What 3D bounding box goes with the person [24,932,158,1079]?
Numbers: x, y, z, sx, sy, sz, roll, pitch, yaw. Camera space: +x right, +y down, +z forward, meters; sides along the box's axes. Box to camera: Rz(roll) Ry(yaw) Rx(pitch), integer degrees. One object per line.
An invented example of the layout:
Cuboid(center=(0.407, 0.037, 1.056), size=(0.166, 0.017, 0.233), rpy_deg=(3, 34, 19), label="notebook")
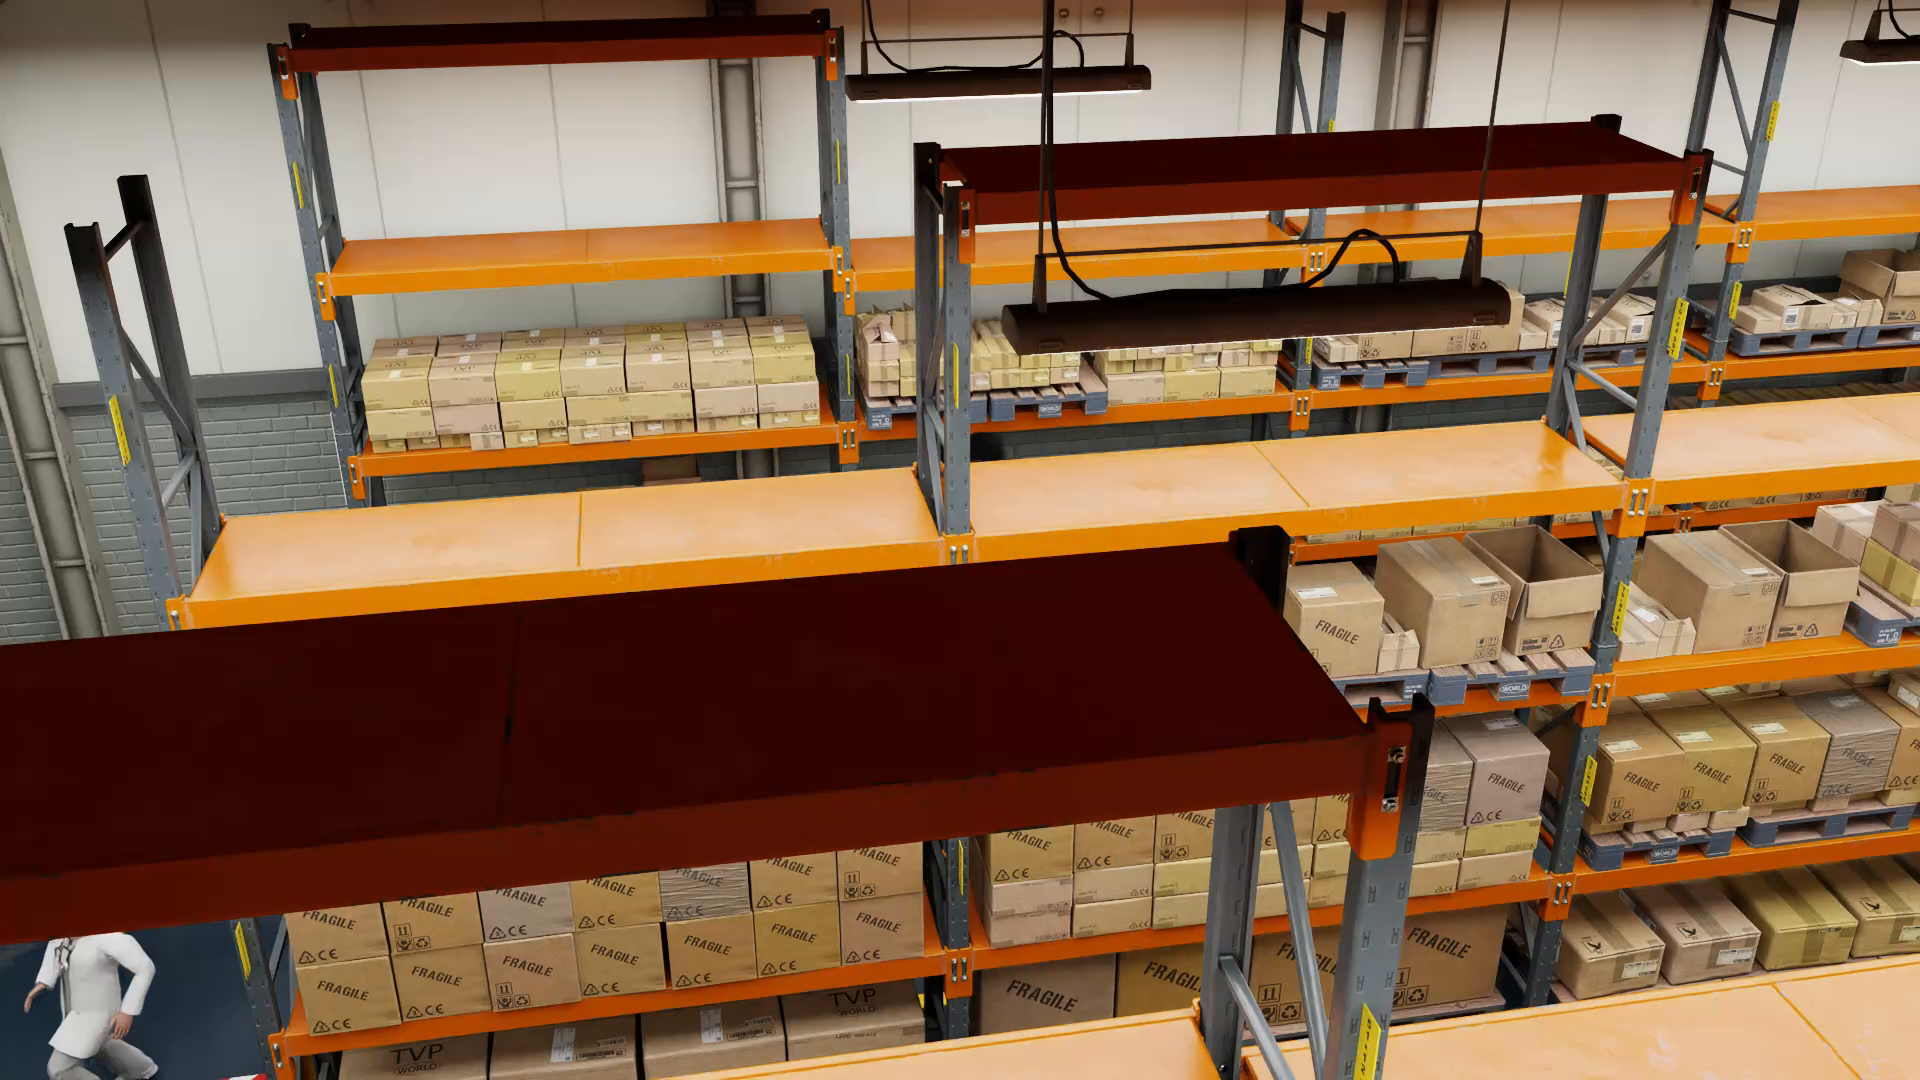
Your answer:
Cuboid(center=(-5.392, 2.921, 10.314), size=(0.762, 1.778, 0.666), rpy_deg=(21, 33, 36), label="person")
